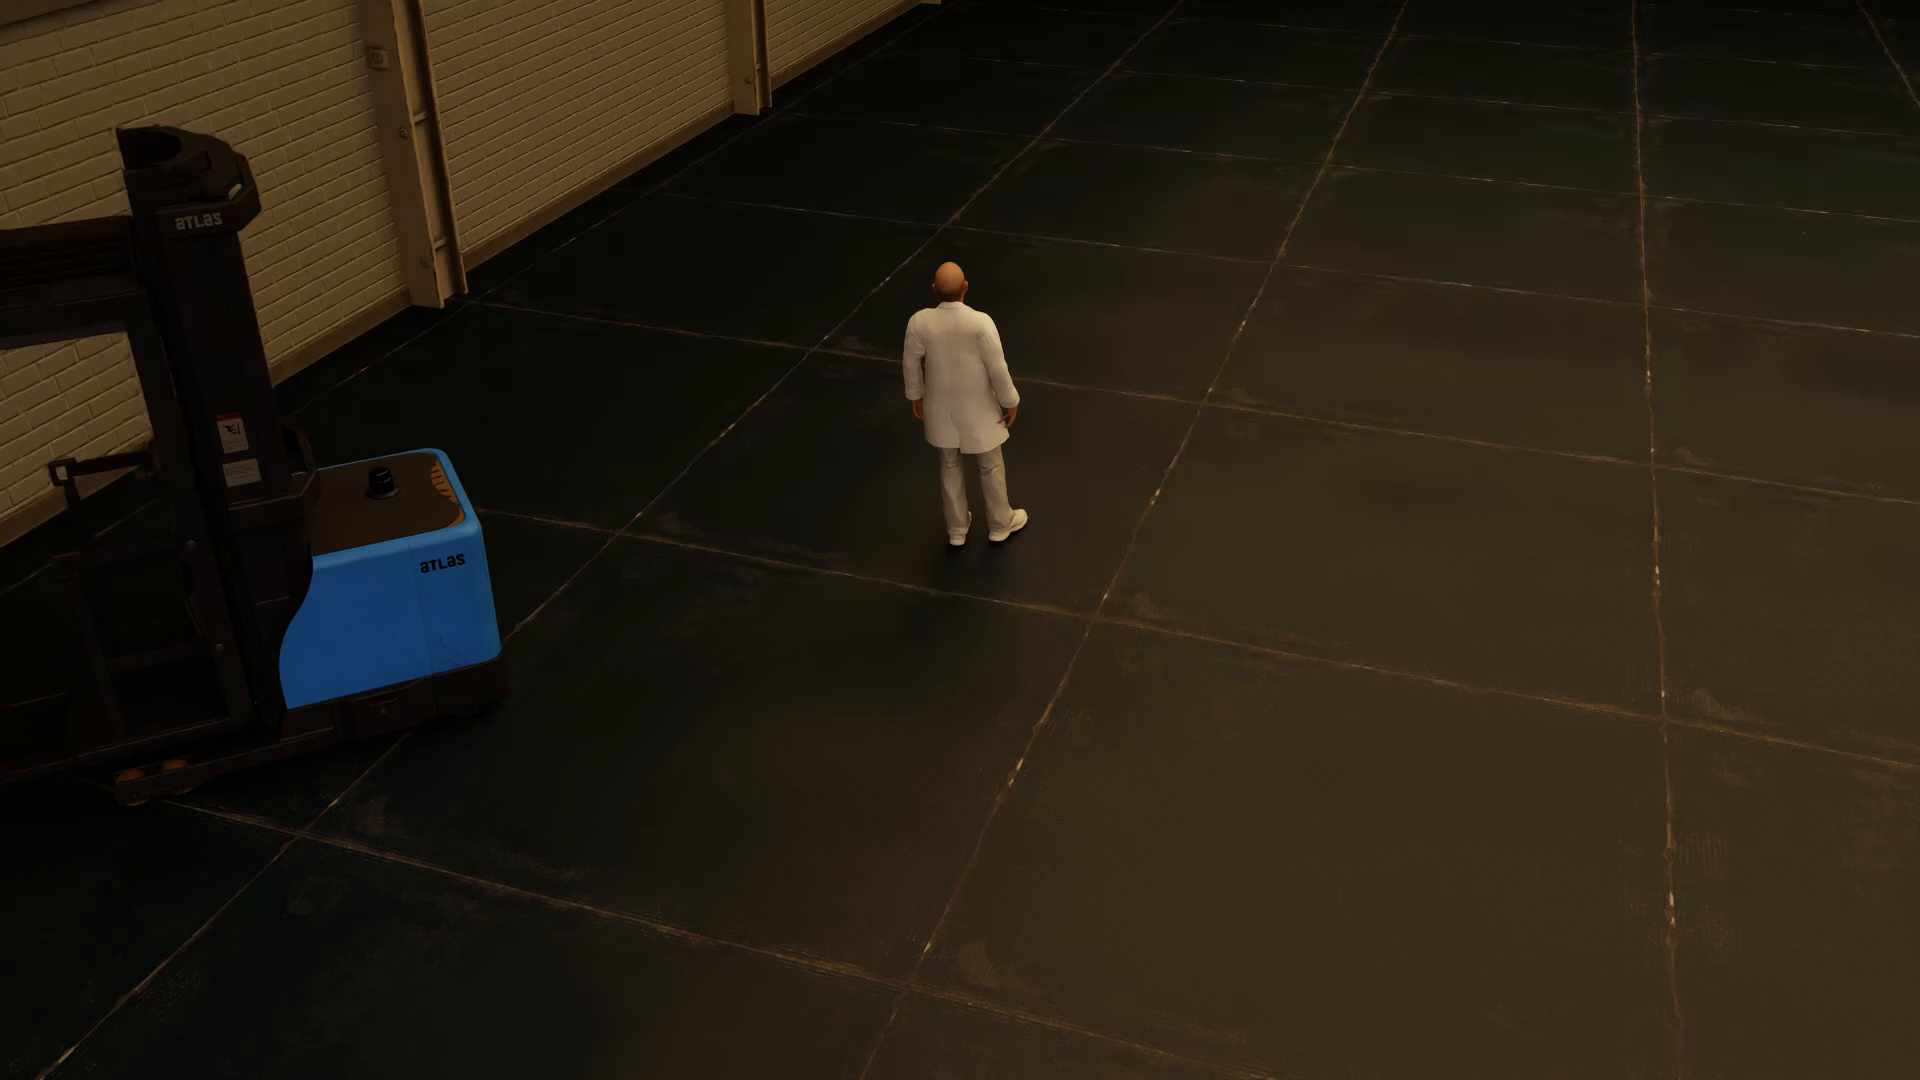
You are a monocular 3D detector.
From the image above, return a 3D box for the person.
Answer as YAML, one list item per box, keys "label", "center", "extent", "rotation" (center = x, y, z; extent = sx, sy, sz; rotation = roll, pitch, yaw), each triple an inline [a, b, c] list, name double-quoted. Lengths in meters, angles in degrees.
- label: "person"
  center: [0.033, -0.821, 9.727]
  extent: [0.696, 1.778, 0.578]
  rotation: [10, 31, 16]

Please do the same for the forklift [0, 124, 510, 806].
- label: "forklift"
  center: [-3.880, -0.312, 7.684]
  extent: [3.031, 2.935, 1.130]
  rotation: [-14, 32, -22]
